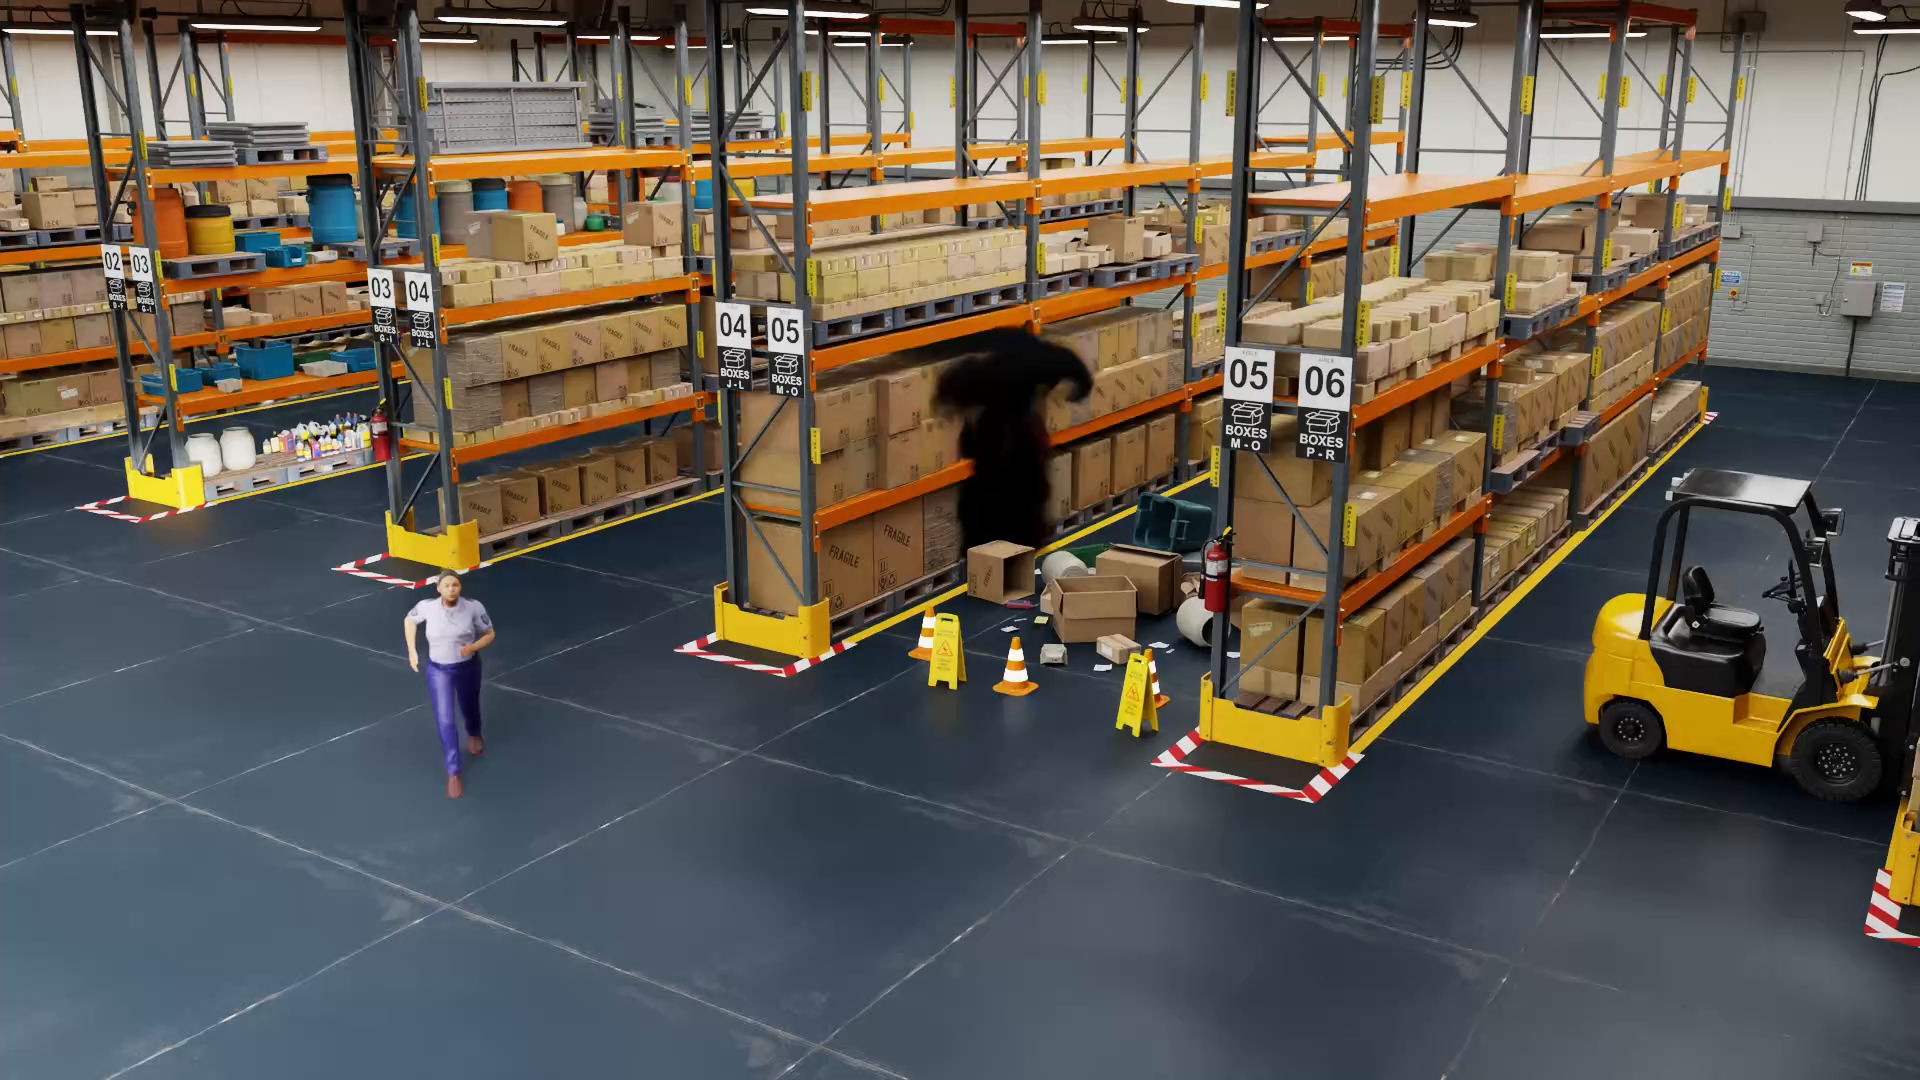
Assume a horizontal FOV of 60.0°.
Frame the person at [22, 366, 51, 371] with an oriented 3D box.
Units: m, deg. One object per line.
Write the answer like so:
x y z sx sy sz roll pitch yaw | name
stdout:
-14.379 -2.675 26.015 0.537 1.534 0.573 5 16 19 | person

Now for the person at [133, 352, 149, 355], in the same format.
-14.063 -3.489 28.493 0.651 1.811 0.834 8 18 27 | person

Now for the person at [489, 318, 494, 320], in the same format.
-8.000 -3.705 29.470 0.595 1.663 0.765 4 16 13 | person

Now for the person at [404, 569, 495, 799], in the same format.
-3.822 1.050 12.564 0.636 1.602 0.910 -5 16 -19 | person
